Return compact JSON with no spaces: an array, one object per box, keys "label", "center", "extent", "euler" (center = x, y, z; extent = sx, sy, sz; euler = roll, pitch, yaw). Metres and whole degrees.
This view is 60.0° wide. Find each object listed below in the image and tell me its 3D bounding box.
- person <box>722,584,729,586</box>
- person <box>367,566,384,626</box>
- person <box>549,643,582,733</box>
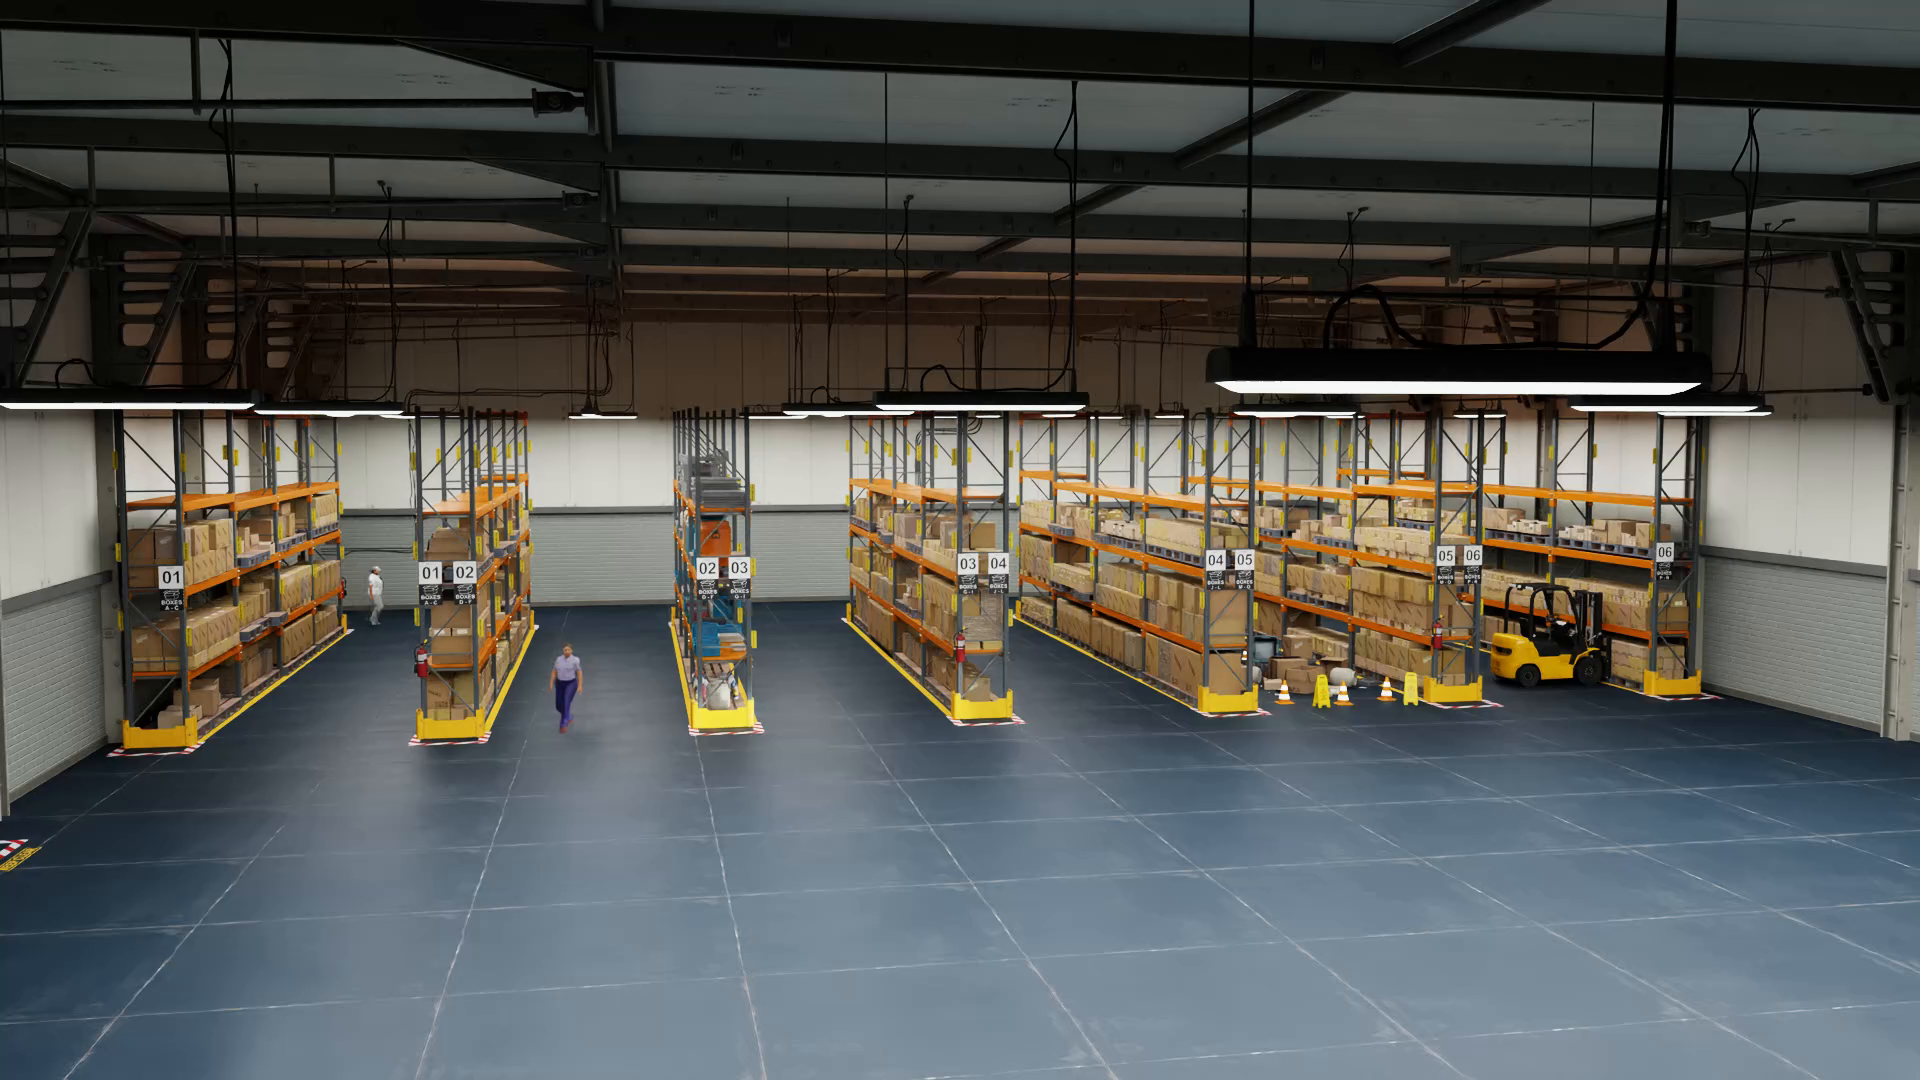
[{"label":"person","center":[-6.840,1.393,48.639],"extent":[0.630,1.748,0.837],"euler":[4,6,45]},{"label":"person","center":[-16.426,1.570,46.760],"extent":[0.434,1.686,0.507],"euler":[-1,4,-9]},{"label":"person","center":[-7.306,2.743,30.907],"extent":[0.554,1.622,0.750],"euler":[1,4,9]}]
